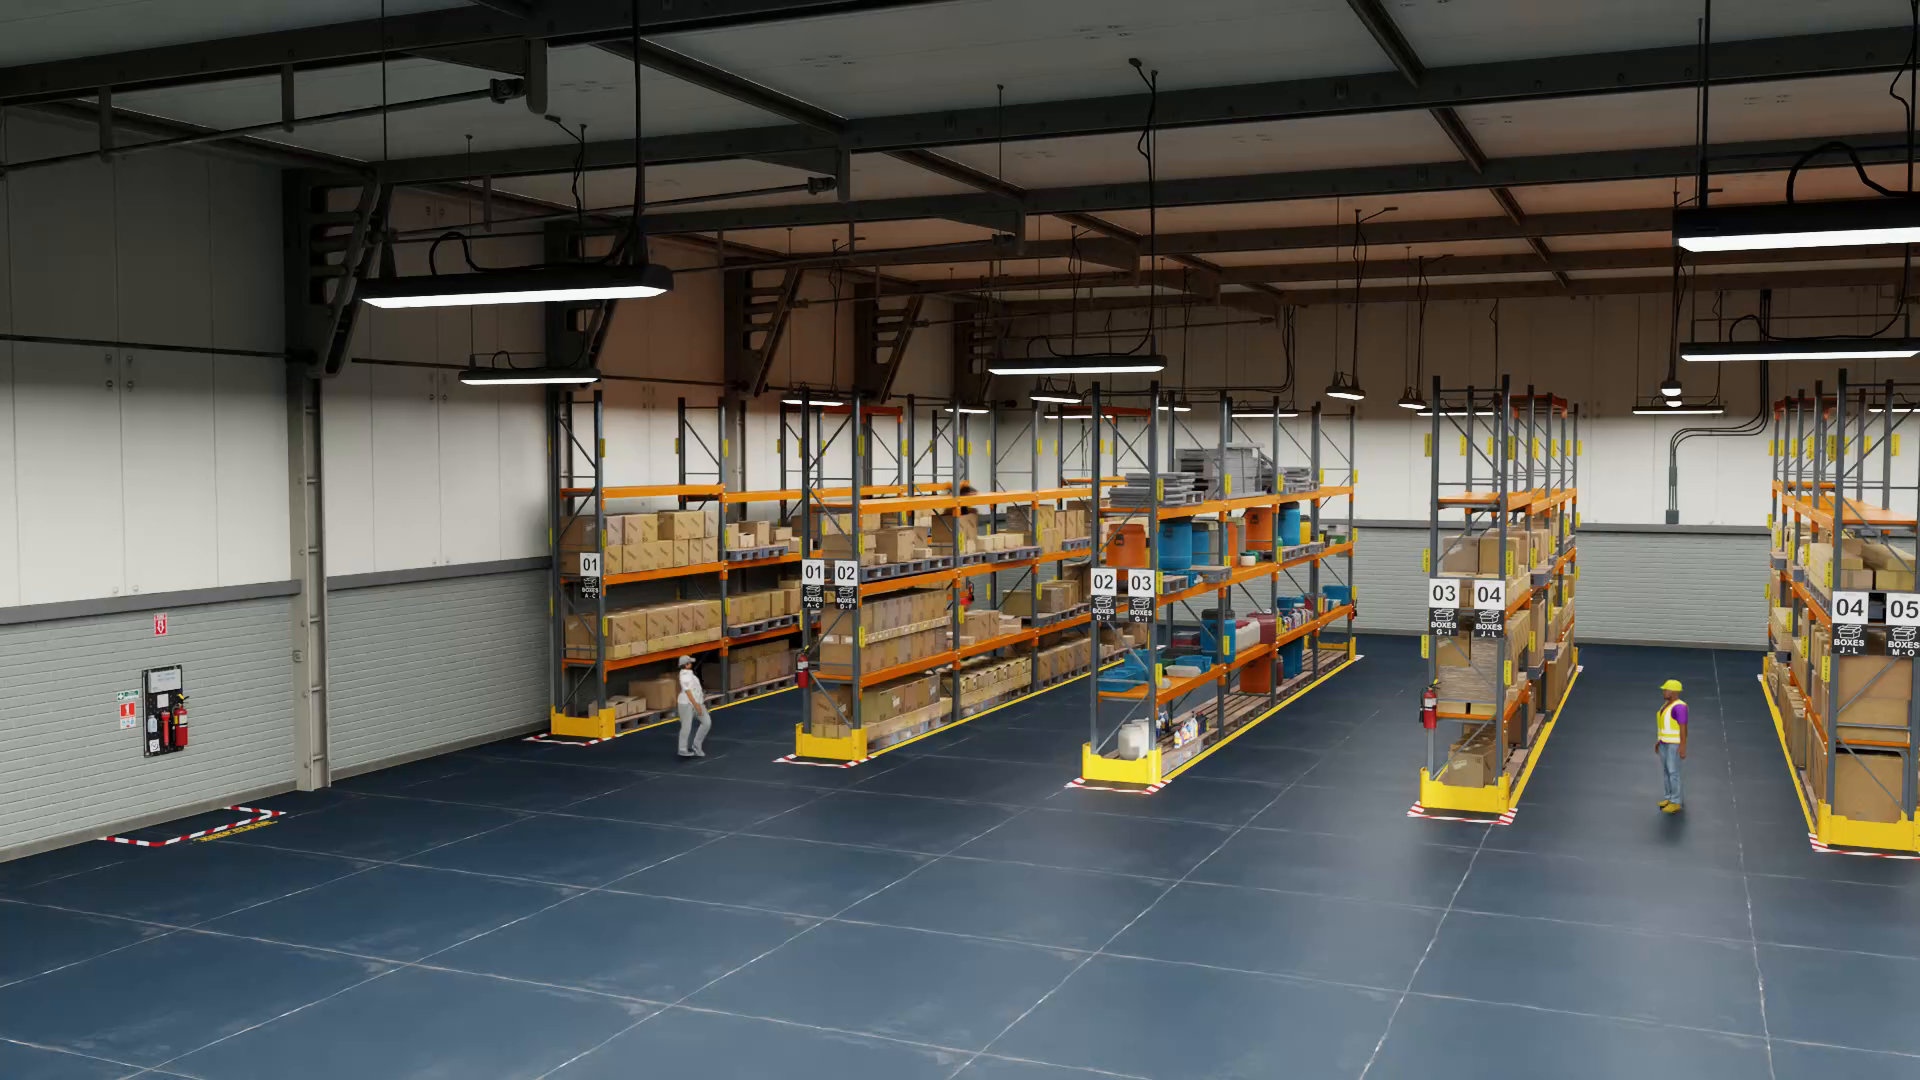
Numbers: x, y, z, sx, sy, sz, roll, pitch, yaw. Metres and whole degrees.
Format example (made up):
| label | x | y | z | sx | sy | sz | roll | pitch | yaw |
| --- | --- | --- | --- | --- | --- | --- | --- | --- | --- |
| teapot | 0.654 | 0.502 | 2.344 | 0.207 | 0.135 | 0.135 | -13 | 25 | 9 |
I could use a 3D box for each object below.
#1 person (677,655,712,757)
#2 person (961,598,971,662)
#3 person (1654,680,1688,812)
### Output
| label | x | y | z | sx | sy | sz | roll | pitch | yaw |
| --- | --- | --- | --- | --- | --- | --- | --- | --- | --- |
| person | -4.336 | 2.696 | 26.876 | 0.536 | 1.683 | 0.506 | 2 | 4 | 33 |
| person | 0.114 | 2.127 | 35.744 | 0.384 | 1.790 | 0.611 | 2 | 4 | 29 |
| person | 9.848 | 2.839 | 23.096 | 0.474 | 1.774 | 0.665 | 0 | 3 | -5 |
